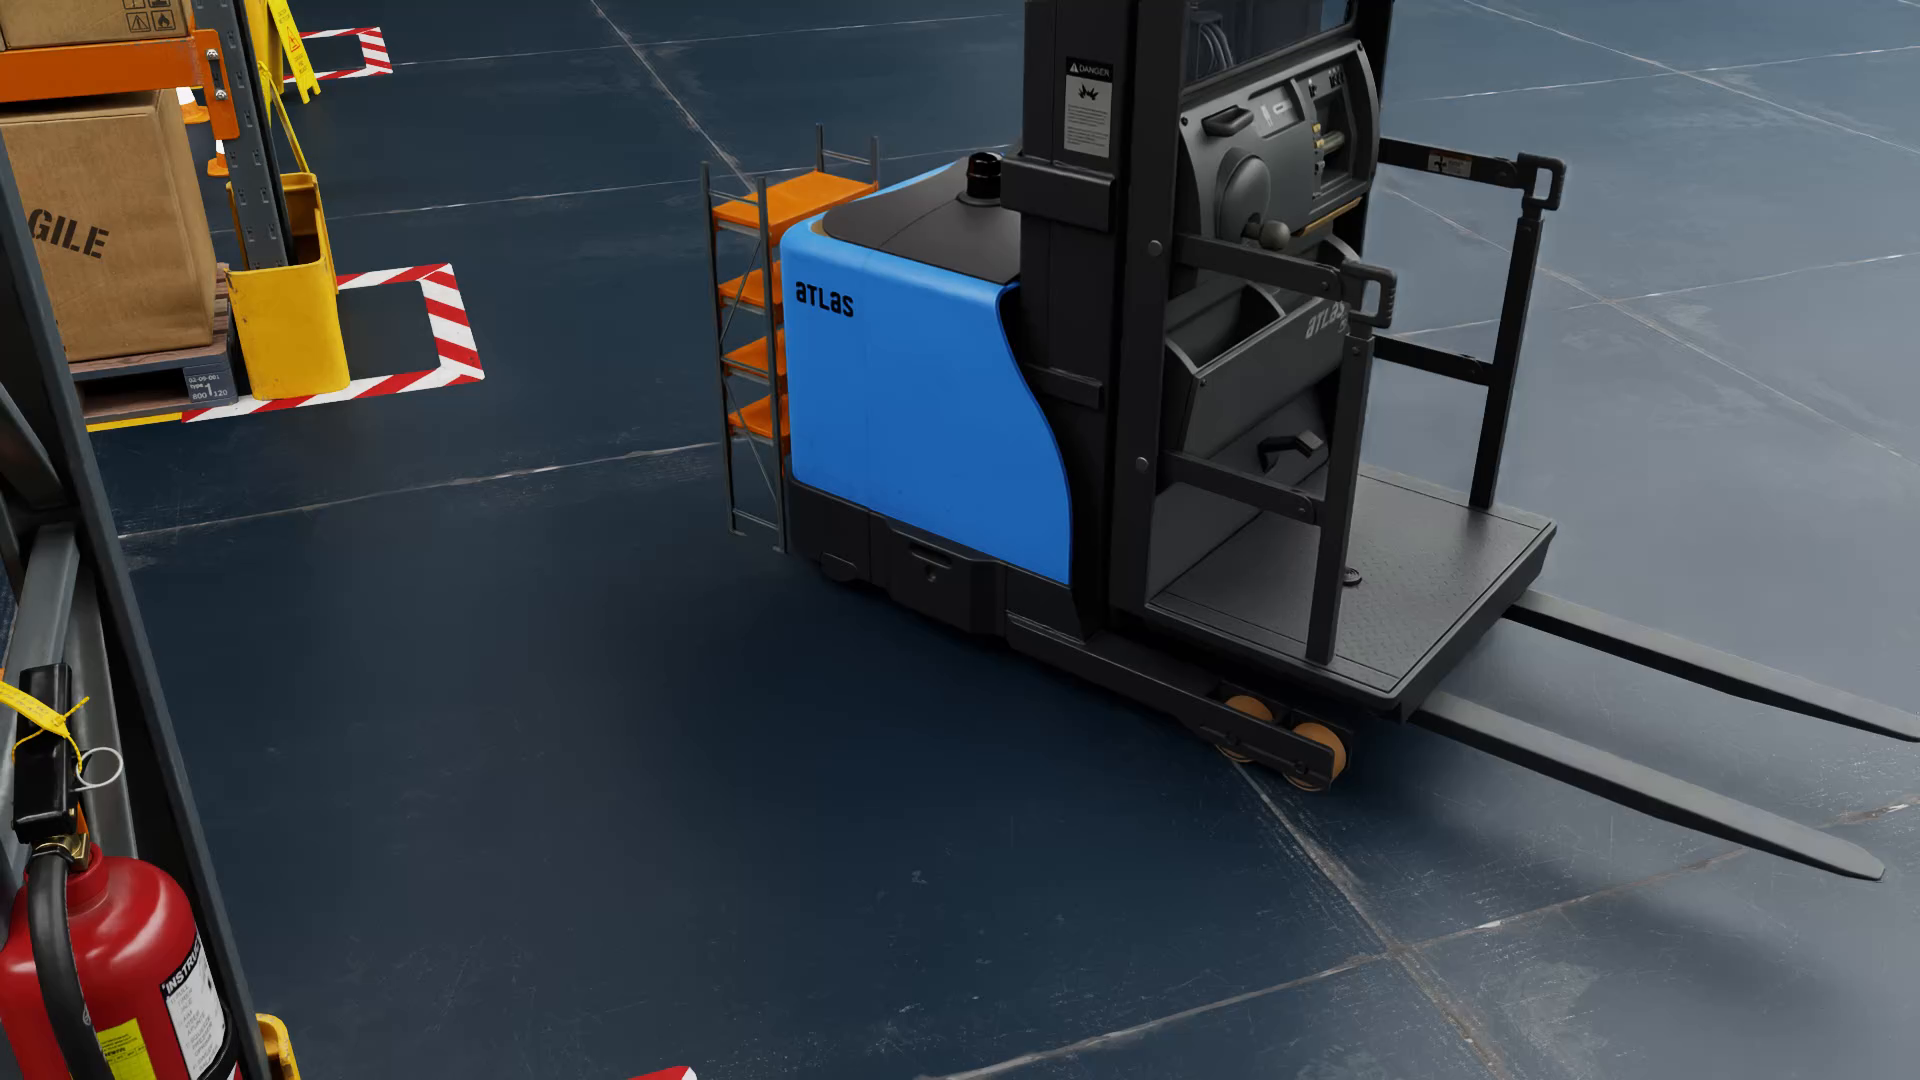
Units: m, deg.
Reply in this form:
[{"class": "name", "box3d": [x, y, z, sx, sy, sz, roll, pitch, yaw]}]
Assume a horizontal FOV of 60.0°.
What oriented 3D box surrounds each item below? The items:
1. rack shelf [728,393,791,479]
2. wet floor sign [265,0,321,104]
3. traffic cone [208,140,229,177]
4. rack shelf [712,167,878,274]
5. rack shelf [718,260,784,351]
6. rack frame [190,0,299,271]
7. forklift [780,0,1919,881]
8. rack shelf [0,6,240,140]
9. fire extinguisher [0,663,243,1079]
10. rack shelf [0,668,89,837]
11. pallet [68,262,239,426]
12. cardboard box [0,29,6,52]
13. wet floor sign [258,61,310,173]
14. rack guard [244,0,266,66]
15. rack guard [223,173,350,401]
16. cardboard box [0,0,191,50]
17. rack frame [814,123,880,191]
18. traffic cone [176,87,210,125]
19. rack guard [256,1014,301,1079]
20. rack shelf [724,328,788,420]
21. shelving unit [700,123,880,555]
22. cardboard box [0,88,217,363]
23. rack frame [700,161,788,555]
[{"class": "rack shelf", "box3d": [-0.489, -0.378, 5.239, 0.258, 0.148, 0.480, 21, 36, 32]}, {"class": "wet floor sign", "box3d": [-3.943, -2.897, 9.682, 0.232, 0.644, 0.267, 0, 30, 0]}, {"class": "traffic cone", "box3d": [-3.742, -2.152, 8.560, 0.334, 0.463, 0.336, -10, 31, -18]}, {"class": "rack shelf", "box3d": [-0.489, -0.951, 4.913, 0.258, 0.148, 0.480, 21, 36, 32]}, {"class": "rack shelf", "box3d": [-0.489, -0.745, 5.030, 0.258, 0.148, 0.480, 21, 36, 32]}, {"class": "rack frame", "box3d": [-2.673, -2.104, 5.913, 0.127, 3.000, 1.000, -10, 31, -18]}, {"class": "forklift", "box3d": [0.958, -0.946, 3.949, 3.031, 2.935, 1.130, 21, 36, 32]}, {"class": "rack shelf", "box3d": [-4.548, -1.446, 5.485, 4.000, 0.370, 1.077, -10, 31, -18]}, {"class": "fire extinguisher", "box3d": [-0.771, 0.442, 1.522, 0.183, 0.674, 0.296, -10, 31, -18]}, {"class": "rack shelf", "box3d": [-2.913, 0.872, 1.415, 4.000, 0.370, 1.077, -10, 31, -18]}, {"class": "pallet", "box3d": [-3.396, -0.718, 6.297, 1.213, 0.211, 1.003, -10, 31, -18]}, {"class": "cardboard box", "box3d": [-3.513, -1.979, 5.542, 0.550, 0.550, 0.875, -10, 31, -18]}, {"class": "wet floor sign", "box3d": [-3.337, -2.005, 8.117, 0.232, 0.644, 0.267, -16, 33, -26]}, {"class": "rack guard", "box3d": [-4.565, -3.284, 10.509, 0.348, 0.500, 1.175, -10, 31, -18]}, {"class": "rack guard", "box3d": [-2.651, -1.022, 6.539, 0.348, 0.500, 1.175, -10, 31, -18]}, {"class": "cardboard box", "box3d": [-3.005, -2.084, 5.726, 0.550, 0.550, 0.875, -10, 31, -18]}, {"class": "rack frame", "box3d": [-0.341, -0.706, 5.277, 0.240, 1.200, 0.015, 21, 36, 32]}, {"class": "traffic cone", "box3d": [-4.447, -2.608, 9.360, 0.334, 0.463, 0.336, -10, 31, -18]}, {"class": "rack guard", "box3d": [-1.110, 1.314, 2.439, 0.348, 0.500, 1.175, -10, 31, -18]}, {"class": "rack shelf", "box3d": [-0.489, -0.551, 5.141, 0.258, 0.148, 0.480, 21, 36, 32]}, {"class": "shelving unit", "box3d": [-0.489, -0.609, 5.108, 0.258, 1.200, 0.503, 21, 36, 32]}, {"class": "cardboard box", "box3d": [-3.286, -1.216, 6.076, 0.875, 0.875, 0.875, -10, 31, -17]}, {"class": "rack frame", "box3d": [-0.636, -0.513, 4.939, 0.240, 1.200, 0.015, 21, 36, 32]}]
